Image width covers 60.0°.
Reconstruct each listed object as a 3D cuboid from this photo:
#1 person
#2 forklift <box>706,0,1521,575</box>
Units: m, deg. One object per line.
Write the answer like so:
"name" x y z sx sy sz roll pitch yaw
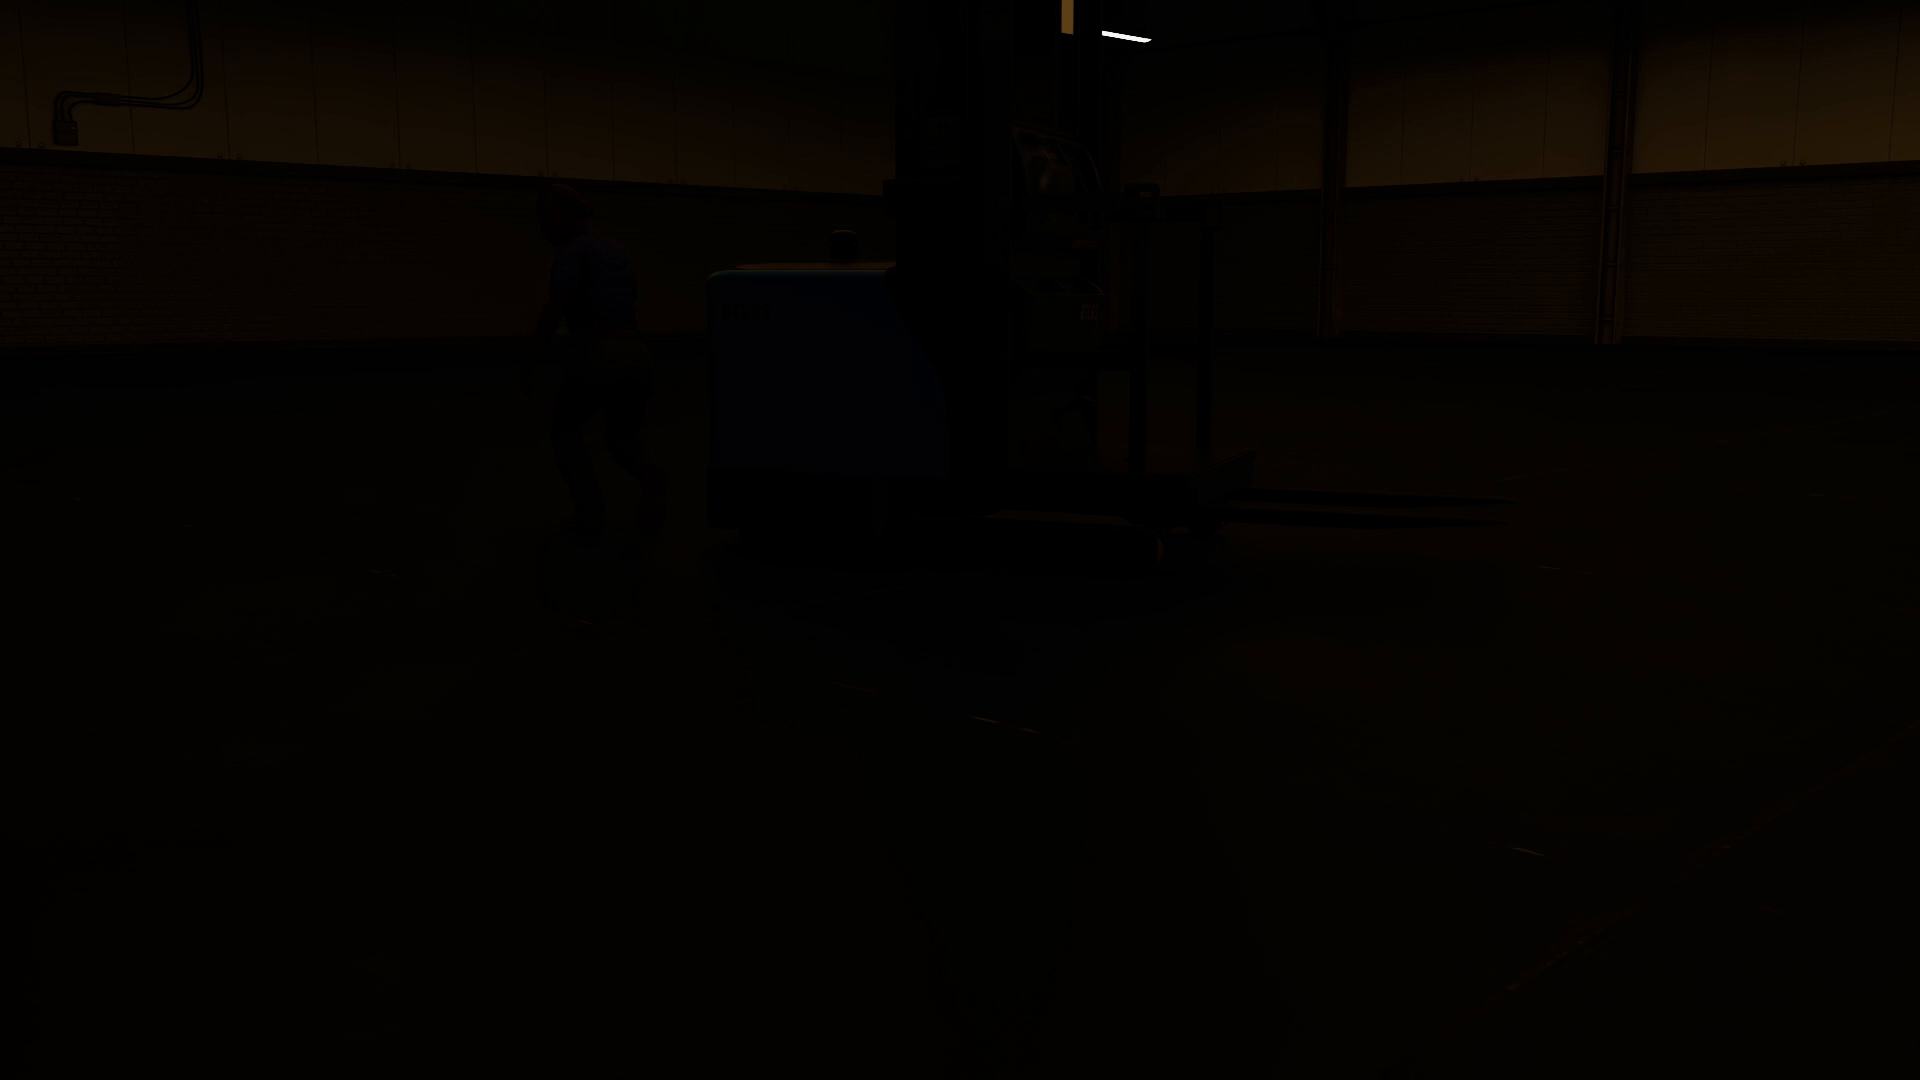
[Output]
"person" -1.485 -0.751 6.936 0.620 1.449 0.746 8 11 41
"forklift" 0.565 -1.416 6.275 3.031 2.935 1.130 3 9 22
